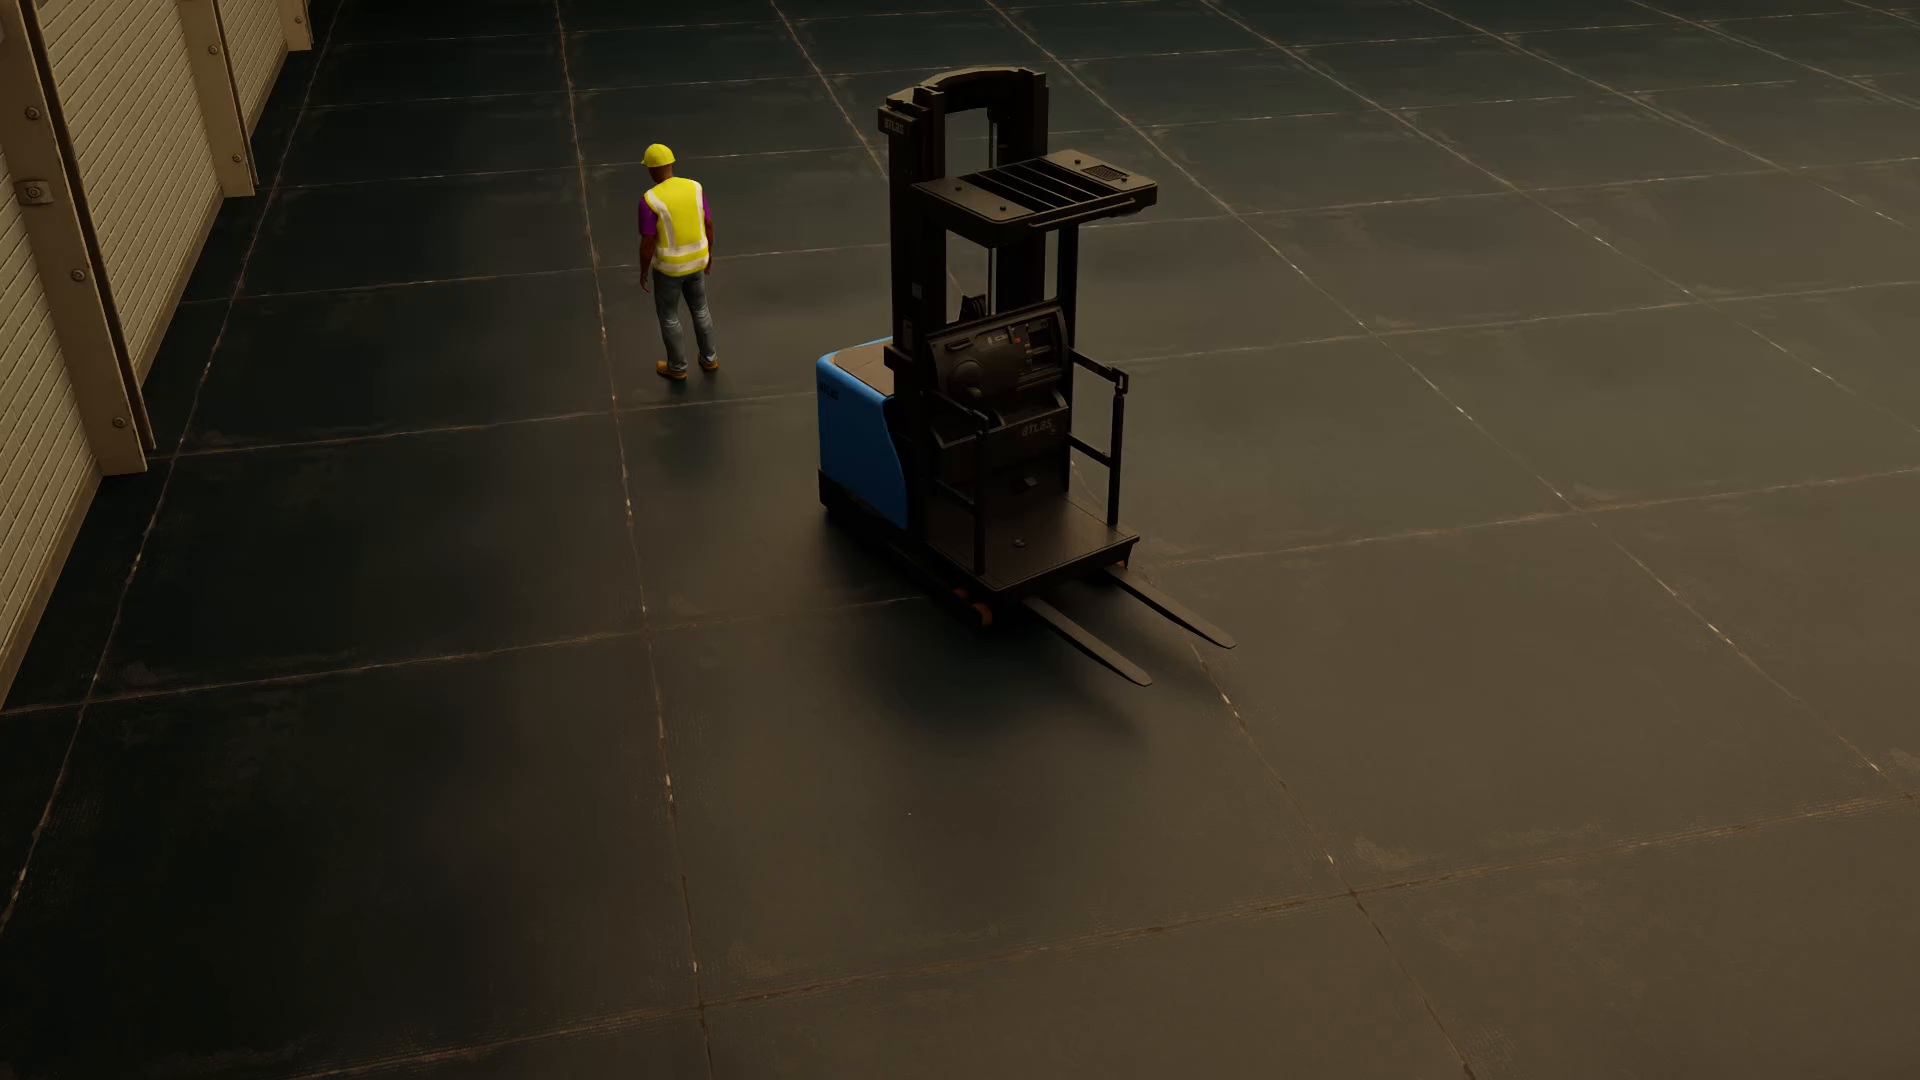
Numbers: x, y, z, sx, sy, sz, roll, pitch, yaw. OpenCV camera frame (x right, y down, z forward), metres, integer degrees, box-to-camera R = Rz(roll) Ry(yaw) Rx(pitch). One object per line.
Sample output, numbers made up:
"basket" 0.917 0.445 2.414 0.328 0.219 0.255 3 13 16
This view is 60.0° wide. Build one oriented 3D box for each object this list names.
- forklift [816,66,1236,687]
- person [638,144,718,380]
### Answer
"forklift" 0.355 -1.021 9.338 1.130 2.935 3.031 -20 35 -30
"person" -2.100 -2.055 12.298 0.632 1.759 0.462 -23 37 -34
